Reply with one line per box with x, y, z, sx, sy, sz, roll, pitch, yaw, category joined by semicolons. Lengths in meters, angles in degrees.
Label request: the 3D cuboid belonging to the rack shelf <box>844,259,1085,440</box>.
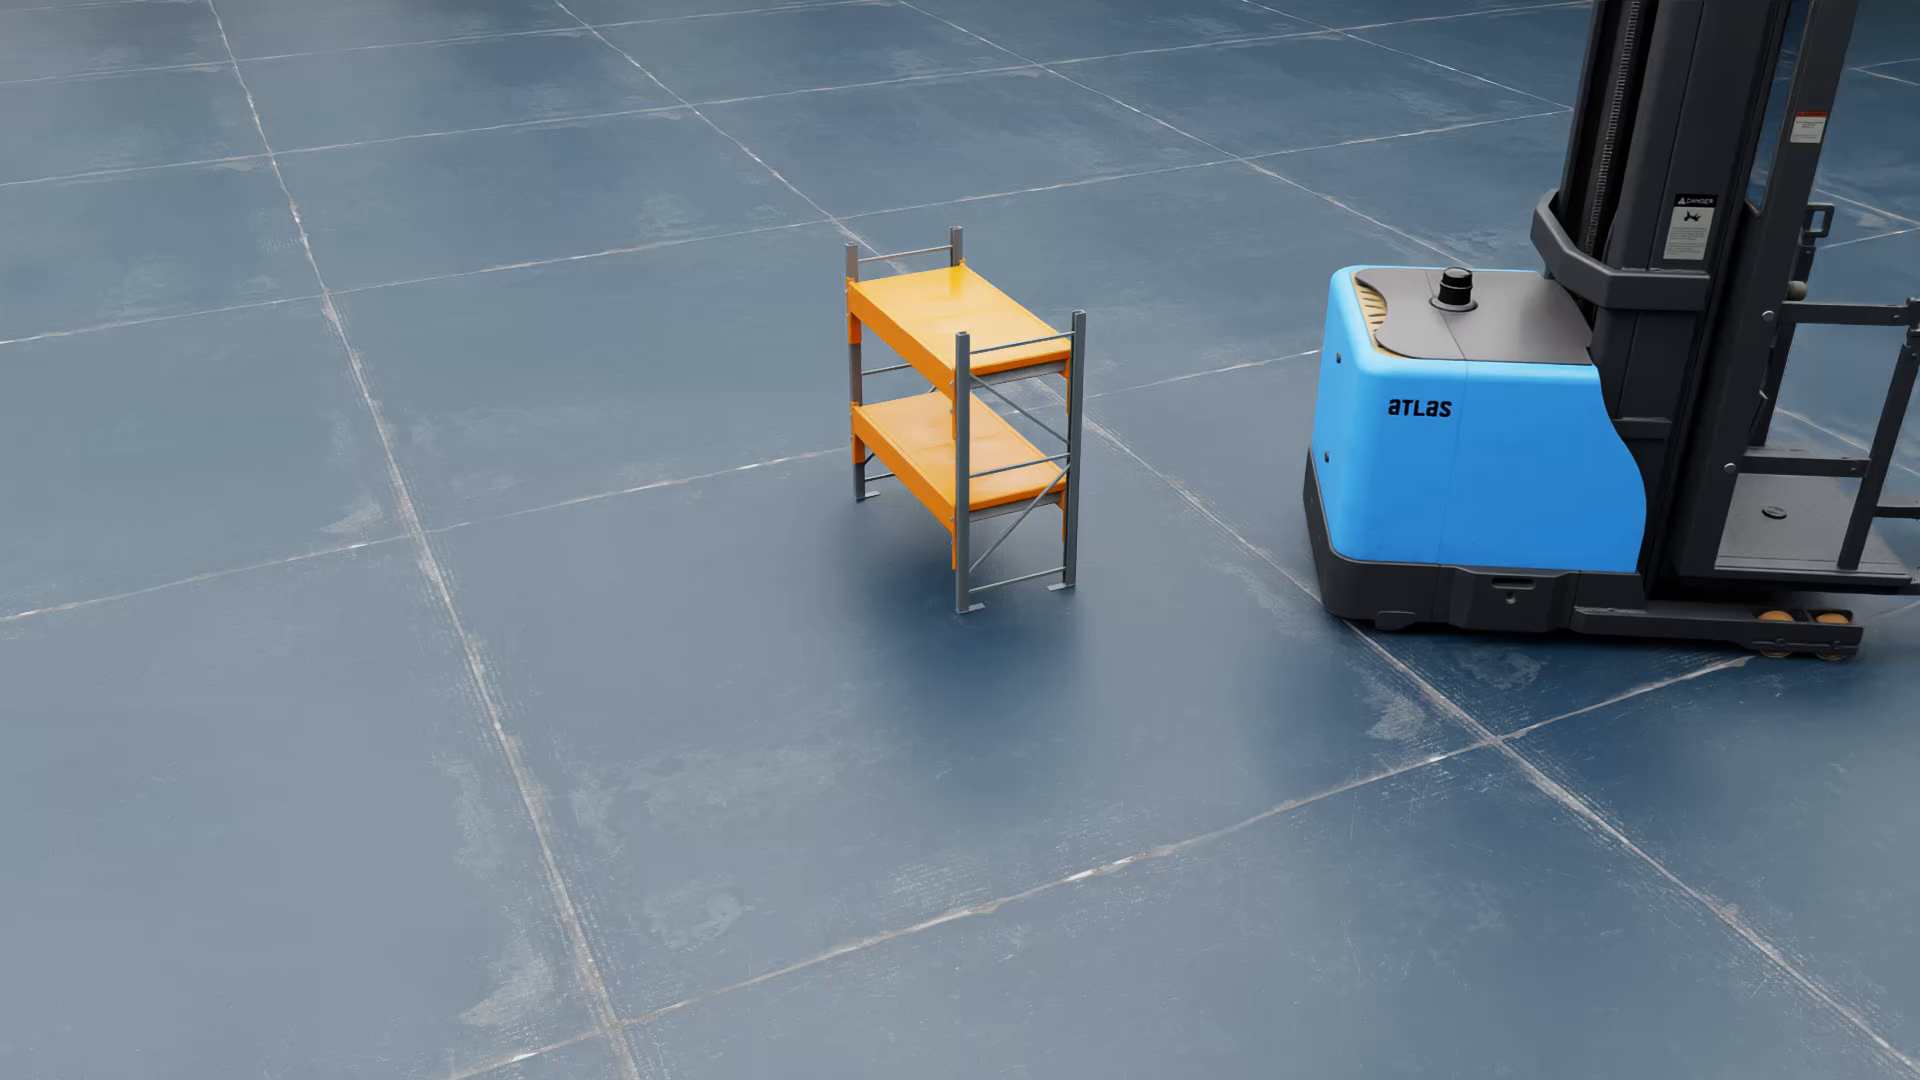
-0.003;-0.749;6.337;0.538;0.278;1.000;-13;32;-22;rack shelf

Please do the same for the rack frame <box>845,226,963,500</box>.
-0.221;-0.718;6.881;0.500;1.125;0.032;-13;32;-22;rack frame

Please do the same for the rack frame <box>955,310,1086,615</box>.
0.215;-0.269;6.080;0.500;1.125;0.032;-13;32;-22;rack frame

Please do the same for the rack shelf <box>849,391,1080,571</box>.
-0.003;-0.280;6.600;0.538;0.278;1.000;-13;32;-22;rack shelf

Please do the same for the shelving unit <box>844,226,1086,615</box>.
-0.003;-0.494;6.480;0.538;1.125;1.048;-13;32;-22;shelving unit

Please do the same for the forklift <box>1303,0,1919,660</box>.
2.896;-1.119;5.749;3.031;2.935;1.130;3;29;5;forklift
